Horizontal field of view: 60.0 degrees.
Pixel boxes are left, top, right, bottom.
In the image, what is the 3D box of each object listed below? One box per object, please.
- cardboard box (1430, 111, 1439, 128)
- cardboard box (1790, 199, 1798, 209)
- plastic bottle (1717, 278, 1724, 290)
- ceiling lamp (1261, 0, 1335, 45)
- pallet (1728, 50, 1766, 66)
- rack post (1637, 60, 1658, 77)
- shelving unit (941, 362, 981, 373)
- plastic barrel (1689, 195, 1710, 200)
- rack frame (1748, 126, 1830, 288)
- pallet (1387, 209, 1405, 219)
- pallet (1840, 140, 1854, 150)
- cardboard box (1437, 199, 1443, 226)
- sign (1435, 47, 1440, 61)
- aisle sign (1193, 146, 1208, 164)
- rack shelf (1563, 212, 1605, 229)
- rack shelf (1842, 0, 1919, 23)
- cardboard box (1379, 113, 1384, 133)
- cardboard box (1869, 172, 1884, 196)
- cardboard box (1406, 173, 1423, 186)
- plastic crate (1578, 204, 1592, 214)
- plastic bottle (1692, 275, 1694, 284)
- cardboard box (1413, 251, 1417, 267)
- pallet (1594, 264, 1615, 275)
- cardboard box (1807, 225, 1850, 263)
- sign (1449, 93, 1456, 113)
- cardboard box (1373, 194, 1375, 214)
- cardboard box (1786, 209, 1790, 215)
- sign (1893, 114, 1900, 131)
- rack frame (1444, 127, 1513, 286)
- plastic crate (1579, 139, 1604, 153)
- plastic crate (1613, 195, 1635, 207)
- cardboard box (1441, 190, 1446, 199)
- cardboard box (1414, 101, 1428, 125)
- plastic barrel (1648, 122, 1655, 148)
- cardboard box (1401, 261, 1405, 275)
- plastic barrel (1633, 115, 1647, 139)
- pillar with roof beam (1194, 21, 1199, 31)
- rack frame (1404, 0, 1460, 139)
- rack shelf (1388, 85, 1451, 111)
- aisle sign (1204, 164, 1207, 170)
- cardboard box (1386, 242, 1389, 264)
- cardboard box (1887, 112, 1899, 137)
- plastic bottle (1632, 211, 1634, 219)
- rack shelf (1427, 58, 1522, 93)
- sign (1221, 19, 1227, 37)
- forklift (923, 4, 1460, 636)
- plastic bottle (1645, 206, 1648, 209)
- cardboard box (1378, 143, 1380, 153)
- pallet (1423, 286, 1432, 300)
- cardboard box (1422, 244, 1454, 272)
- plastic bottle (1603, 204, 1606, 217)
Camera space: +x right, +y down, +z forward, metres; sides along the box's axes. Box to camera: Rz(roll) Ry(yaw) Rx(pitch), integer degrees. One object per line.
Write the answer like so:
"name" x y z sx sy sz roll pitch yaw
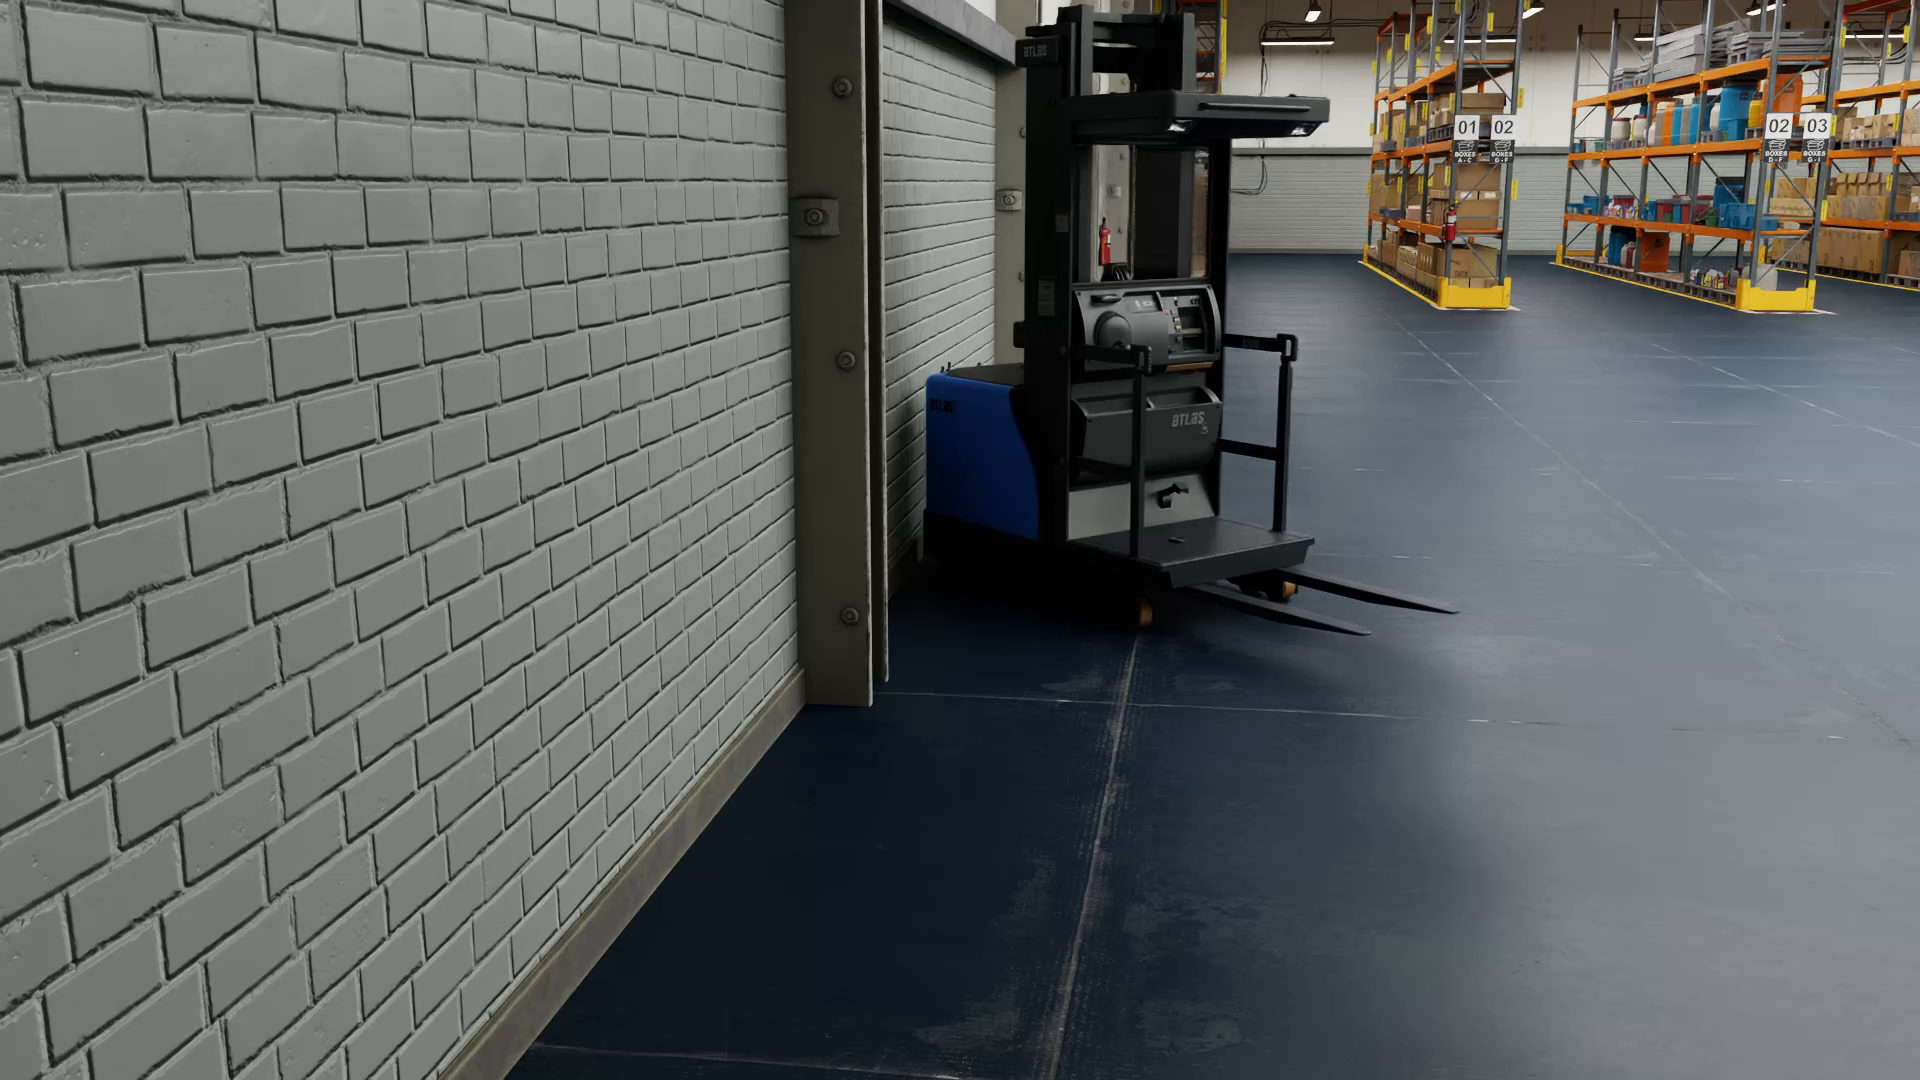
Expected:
"cardboard box" 9.036 -7.812 30.886 0.500 0.311 0.500 1 12 6
"cardboard box" 20.520 -8.160 40.387 0.500 0.250 0.500 2 12 8
"plastic bottle" 13.585 -4.574 29.696 0.097 0.201 0.097 0 12 0
"ceiling lamp" 9.315 -15.245 45.518 2.000 3.185 0.800 2 12 9
"pallet" 14.066 -8.381 28.920 1.003 0.211 1.213 2 12 9
"rack post" 15.037 -10.044 35.418 0.954 0.300 0.937 2 12 9
"shelving unit" 0.008 -0.524 9.934 0.215 1.050 0.252 2 12 9
"plastic barrel" 14.894 -6.665 33.475 0.433 0.535 0.433 0 12 0
"rack frame" 13.735 -5.331 27.608 1.000 3.000 0.127 2 12 9
"pallet" 10.107 -7.207 36.769 1.213 0.211 1.003 2 12 9
"pallet" 20.383 -8.848 37.266 0.805 0.209 1.217 1 12 6
"cardboard box" 9.239 -6.067 30.786 0.700 0.500 0.500 2 12 9
"sign" 11.236 -11.440 39.123 0.100 0.325 0.005 2 12 9
"aisle sign" 4.232 -6.898 28.709 0.394 0.787 0.004 2 12 9
"rack shelf" 15.889 -7.893 41.207 1.077 0.370 4.000 2 12 9
"rack shelf" 20.167 -11.457 35.616 1.077 0.370 4.000 2 12 9
"cardboard box" 11.079 -10.618 42.410 0.700 0.500 0.500 2 12 9
"cardboard box" 20.091 -7.662 35.808 0.797 0.503 0.637 2 12 10
"cardboard box" 11.038 -8.616 40.245 0.500 0.500 0.500 2 12 10
"plastic crate" 15.584 -8.231 41.324 0.416 0.233 0.300 2 12 9
"plastic bottle" 13.837 -4.916 31.282 0.097 0.201 0.097 0 12 0
"cardboard box" 9.236 -5.553 32.841 0.500 0.311 0.500 2 12 9
"pallet" 15.421 -6.306 38.754 1.003 0.211 1.213 2 12 9
"cardboard box" 20.656 -6.970 39.260 0.875 0.875 0.875 2 12 9
"sign" 8.308 -7.373 28.051 0.100 0.325 0.005 2 12 9
"cardboard box" 10.819 -8.576 42.428 0.500 0.500 0.500 2 12 8
"cardboard box" 20.514 -8.047 40.809 0.380 0.149 0.250 2 12 8
"sign" 19.313 -8.613 34.303 0.100 0.325 0.005 2 12 9
"rack frame" 8.842 -5.492 28.356 1.000 3.000 0.127 2 12 9
"plastic crate" 15.690 -9.788 41.319 0.504 0.338 0.767 2 12 9
"plastic crate" 15.966 -8.067 40.011 0.402 0.464 0.583 2 12 9
"cardboard box" 8.949 -6.267 30.174 0.380 0.149 0.250 2 12 8
"cardboard box" 10.145 -9.252 36.072 0.500 0.500 0.500 2 12 9
"plastic barrel" 14.615 -8.462 34.754 0.421 0.512 0.421 0 12 0
"cardboard box" 9.551 -5.706 34.879 0.500 0.250 0.500 2 12 7
"plastic barrel" 15.090 -9.108 36.696 0.433 0.535 0.433 0 12 0
"pillar with roof beam" 10.221 -12.366 46.011 9.100 9.000 0.548 2 12 9
"rack frame" 10.072 -10.090 35.452 1.000 3.000 0.127 2 12 9
"rack shelf" 10.380 -9.959 37.502 1.077 0.370 4.000 2 12 9
"aisle sign" 6.715 -10.258 44.303 0.394 0.787 0.004 2 12 9
"cardboard box" 10.217 -6.675 38.735 0.500 0.500 0.500 2 12 9
"cardboard box" 19.883 -8.687 34.820 0.797 0.503 0.637 3 12 12
"plastic bottle" 14.693 -7.089 36.237 0.097 0.201 0.097 0 12 0
"rack shelf" 9.149 -8.294 29.774 1.077 0.370 4.000 2 12 9
"sign" 5.095 -9.891 32.123 0.100 0.325 0.005 2 12 9
"forklift" 1.077 -1.111 8.192 1.130 2.935 3.031 -9 15 -36
"plastic bottle" 15.524 -7.416 37.590 0.097 0.271 0.097 0 12 0
"cardboard box" 10.737 -9.805 41.605 0.500 0.250 0.500 2 12 9
"pallet" 9.108 -4.543 30.570 1.003 0.211 1.213 2 12 9
"cardboard box" 8.922 -5.258 31.020 0.500 0.500 0.500 2 12 9
"plastic bottle" 15.103 -7.709 38.921 0.061 0.283 0.133 2 12 9
